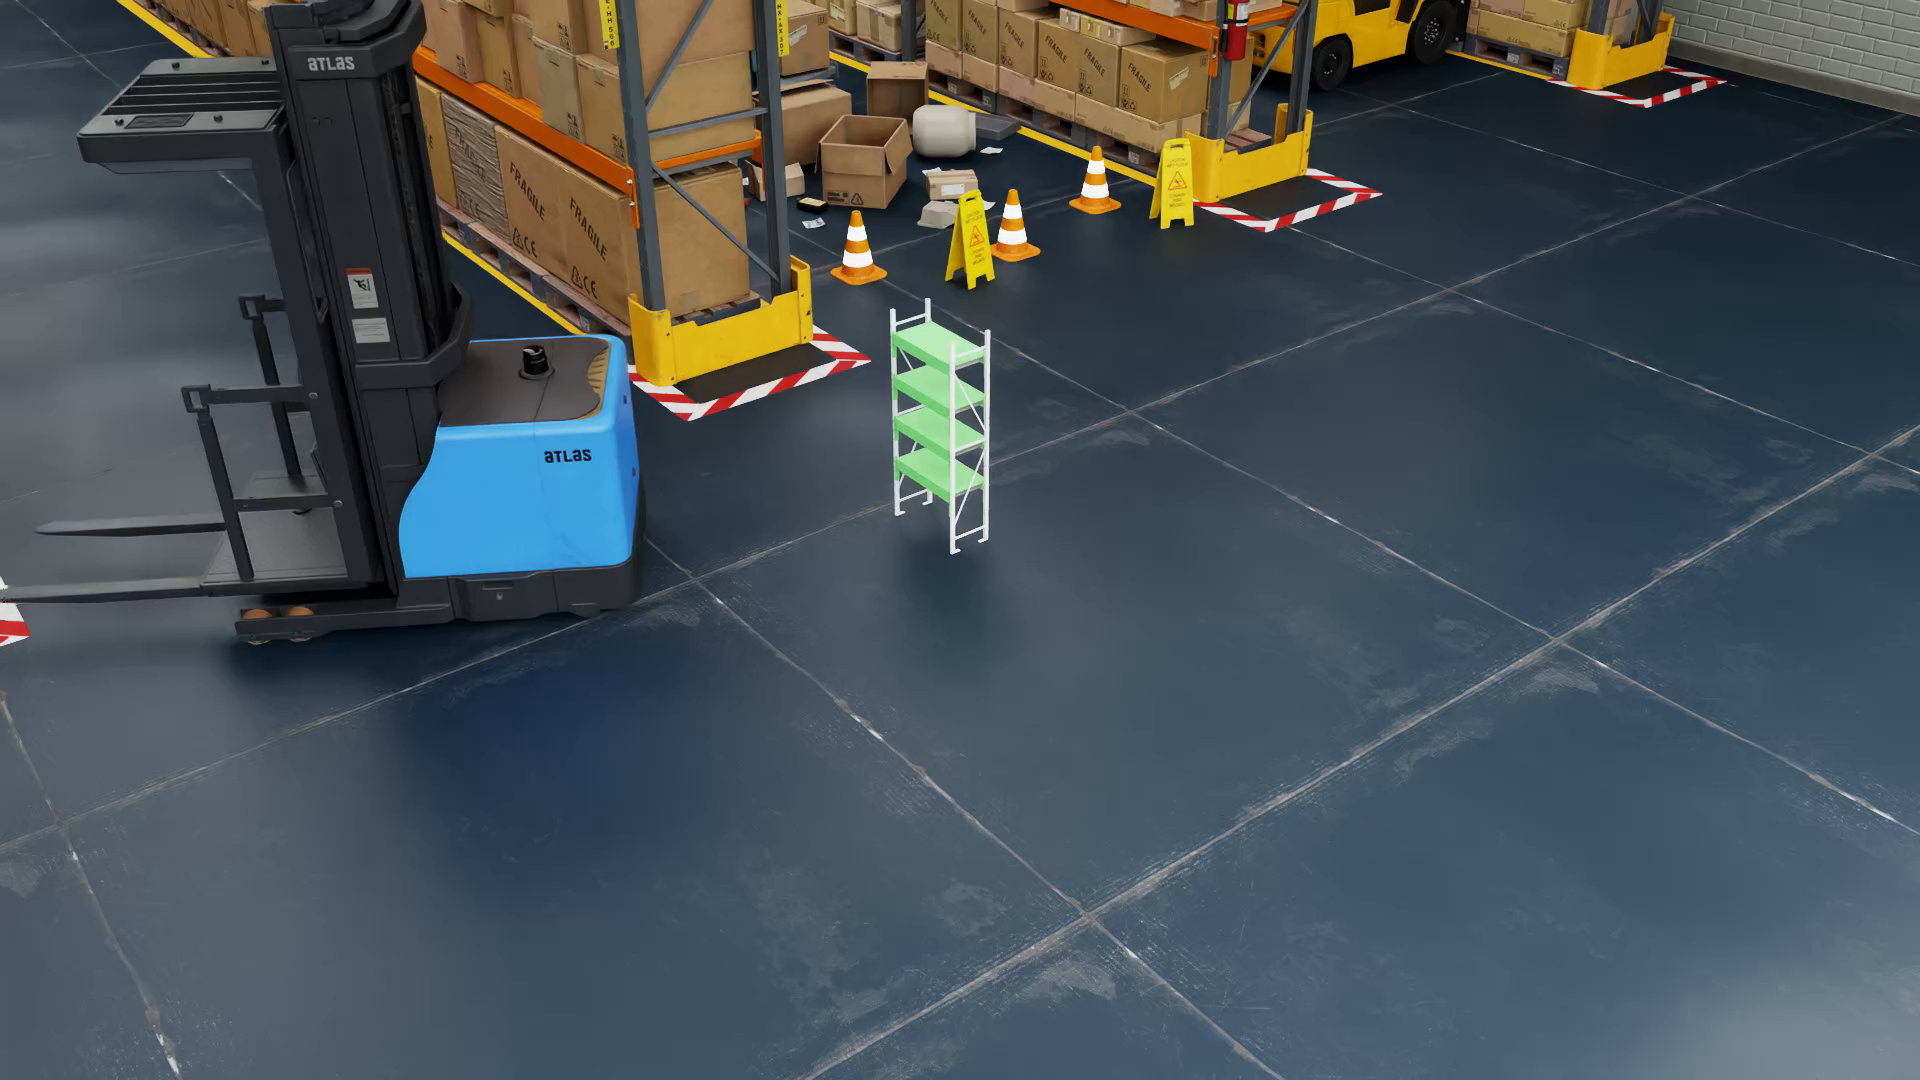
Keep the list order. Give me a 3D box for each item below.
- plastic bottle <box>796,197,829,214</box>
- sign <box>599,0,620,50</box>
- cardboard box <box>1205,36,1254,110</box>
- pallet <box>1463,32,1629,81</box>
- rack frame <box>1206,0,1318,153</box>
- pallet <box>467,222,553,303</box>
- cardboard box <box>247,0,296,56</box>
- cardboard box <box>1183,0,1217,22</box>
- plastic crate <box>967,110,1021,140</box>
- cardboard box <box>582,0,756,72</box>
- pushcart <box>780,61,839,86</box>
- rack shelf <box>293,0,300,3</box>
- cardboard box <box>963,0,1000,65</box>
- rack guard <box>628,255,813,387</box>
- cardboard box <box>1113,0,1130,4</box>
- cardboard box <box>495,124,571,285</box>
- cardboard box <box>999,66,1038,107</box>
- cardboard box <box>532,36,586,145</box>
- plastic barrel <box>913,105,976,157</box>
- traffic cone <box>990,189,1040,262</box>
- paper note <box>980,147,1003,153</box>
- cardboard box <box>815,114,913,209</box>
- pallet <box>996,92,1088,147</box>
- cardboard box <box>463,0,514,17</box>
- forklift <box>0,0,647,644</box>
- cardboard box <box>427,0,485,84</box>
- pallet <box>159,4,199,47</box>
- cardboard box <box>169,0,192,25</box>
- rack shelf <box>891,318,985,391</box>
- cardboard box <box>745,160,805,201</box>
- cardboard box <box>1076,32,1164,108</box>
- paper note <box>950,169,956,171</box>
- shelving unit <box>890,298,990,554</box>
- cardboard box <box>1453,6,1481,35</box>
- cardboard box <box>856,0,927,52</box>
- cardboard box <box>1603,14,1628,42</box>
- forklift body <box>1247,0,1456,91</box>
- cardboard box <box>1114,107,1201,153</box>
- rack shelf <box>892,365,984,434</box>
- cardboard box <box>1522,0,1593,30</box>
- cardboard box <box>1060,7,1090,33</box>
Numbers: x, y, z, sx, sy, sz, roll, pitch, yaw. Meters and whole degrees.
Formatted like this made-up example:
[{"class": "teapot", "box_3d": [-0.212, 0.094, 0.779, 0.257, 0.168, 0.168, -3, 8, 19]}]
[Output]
[{"class": "plastic bottle", "box_3d": [-1.167, -2.595, 12.870, 0.283, 0.061, 0.133, 18, 36, 27]}, {"class": "sign", "box_3d": [-1.950, -2.899, 9.253, 0.100, 0.325, 0.005, -22, 38, -31]}, {"class": "cardboard box", "box_3d": [2.044, -3.885, 13.659, 0.500, 0.500, 0.500, -24, 39, -33]}, {"class": "pallet", "box_3d": [5.752, -4.848, 16.356, 1.003, 0.211, 1.213, -22, 38, -31]}, {"class": "rack frame", "box_3d": [2.335, -4.120, 12.541, 1.000, 3.000, 0.127, -22, 38, -31]}, {"class": "pallet", "box_3d": [-2.809, -2.108, 11.944, 1.003, 0.211, 1.213, -22, 38, -31]}, {"class": "cardboard box", "box_3d": [-5.578, -4.387, 14.705, 1.050, 0.750, 0.750, -22, 38, -31]}, {"class": "cardboard box", "box_3d": [1.937, -4.100, 12.747, 0.380, 0.149, 0.250, -21, 37, -30]}, {"class": "plastic crate", "box_3d": [0.197, -3.627, 14.515, 0.583, 0.080, 0.402, 18, 36, 27]}, {"class": "cardboard box", "box_3d": [-1.710, -3.166, 9.839, 0.875, 0.550, 0.550, -22, 38, -31]}, {"class": "pushcart", "box_3d": [-1.888, -3.915, 14.696, 0.936, 0.377, 1.648, 18, 36, 27]}, {"class": "rack shelf", "box_3d": [-5.193, -4.672, 14.111, 1.077, 0.370, 4.000, -22, 38, -31]}, {"class": "cardboard box", "box_3d": [0.368, -4.564, 14.752, 0.500, 0.500, 0.500, -21, 37, -30]}, {"class": "rack guard", "box_3d": [-1.498, -1.405, 10.538, 1.175, 0.500, 0.348, -22, 38, -31]}, {"class": "cardboard box", "box_3d": [1.372, -4.381, 13.199, 0.380, 0.149, 0.250, -22, 38, -31]}, {"class": "cardboard box", "box_3d": [-2.522, -2.380, 11.354, 0.875, 0.875, 0.875, -23, 39, -32]}, {"class": "cardboard box", "box_3d": [0.694, -4.025, 14.596, 0.500, 0.250, 0.500, -23, 38, -32]}, {"class": "cardboard box", "box_3d": [-2.131, -2.903, 10.438, 0.875, 0.550, 0.550, -22, 38, -31]}, {"class": "plastic barrel", "box_3d": [-0.128, -3.397, 13.818, 0.512, 0.421, 0.421, 1, 32, 2]}, {"class": "traffic cone", "box_3d": [0.384, -2.304, 12.020, 0.336, 0.463, 0.334, -22, 38, -31]}, {"class": "paper note", "box_3d": [0.267, -3.288, 14.015, 0.148, 0.019, 0.142, 18, 36, 27]}, {"class": "cardboard box", "box_3d": [-0.742, -2.973, 13.059, 0.637, 0.503, 0.797, 6, 32, 10]}, {"class": "pallet", "box_3d": [1.074, -3.825, 14.709, 1.003, 0.211, 1.213, -22, 38, -31]}, {"class": "cardboard box", "box_3d": [-2.784, -3.822, 10.895, 0.875, 0.550, 0.500, -22, 38, -31]}, {"class": "forklift", "box_3d": [-3.132, -1.041, 7.649, 3.031, 2.935, 1.130, -3, 32, -6]}, {"class": "cardboard box", "box_3d": [-3.137, -3.572, 11.517, 0.875, 0.550, 0.550, -22, 38, -31]}, {"class": "pallet", "box_3d": [-7.641, -5.460, 17.342, 1.003, 0.211, 1.213, -22, 38, -31]}, {"class": "cardboard box", "box_3d": [-7.682, -5.550, 16.814, 0.500, 0.500, 0.500, -24, 39, -33]}, {"class": "rack shelf", "box_3d": [-0.101, -0.932, 8.325, 0.258, 0.148, 0.480, -22, 38, -31]}, {"class": "cardboard box", "box_3d": [-1.457, -2.862, 13.106, 0.396, 0.266, 0.258, -16, 35, -23]}, {"class": "cardboard box", "box_3d": [1.315, -3.915, 13.708, 0.500, 0.500, 0.500, -21, 37, -30]}, {"class": "paper note", "box_3d": [-0.035, -3.015, 13.595, 0.032, 0.001, 0.123, -22, 38, -31]}, {"class": "shelving unit", "box_3d": [-0.101, -0.579, 8.545, 0.258, 1.200, 0.503, -22, 38, -31]}, {"class": "cardboard box", "box_3d": [5.119, -5.253, 16.574, 0.500, 0.250, 0.500, -22, 38, -31]}, {"class": "cardboard box", "box_3d": [-0.442, -5.067, 16.158, 0.950, 0.372, 0.625, -22, 38, -31]}, {"class": "cardboard box", "box_3d": [6.107, -5.006, 16.175, 0.500, 0.250, 0.500, -22, 38, -31]}, {"class": "forklift body", "box_3d": [3.650, -5.567, 15.675, 2.313, 2.155, 1.214, -22, 38, -31]}, {"class": "cardboard box", "box_3d": [1.612, -3.390, 13.574, 0.500, 0.250, 0.500, -22, 38, -32]}, {"class": "rack shelf", "box_3d": [-0.101, -0.728, 8.452, 0.258, 0.148, 0.480, -22, 38, -31]}, {"class": "cardboard box", "box_3d": [5.708, -5.052, 15.776, 0.500, 0.250, 0.500, -23, 38, -32]}, {"class": "cardboard box", "box_3d": [1.048, -4.322, 13.748, 0.380, 0.149, 0.250, -21, 37, -29]}]
